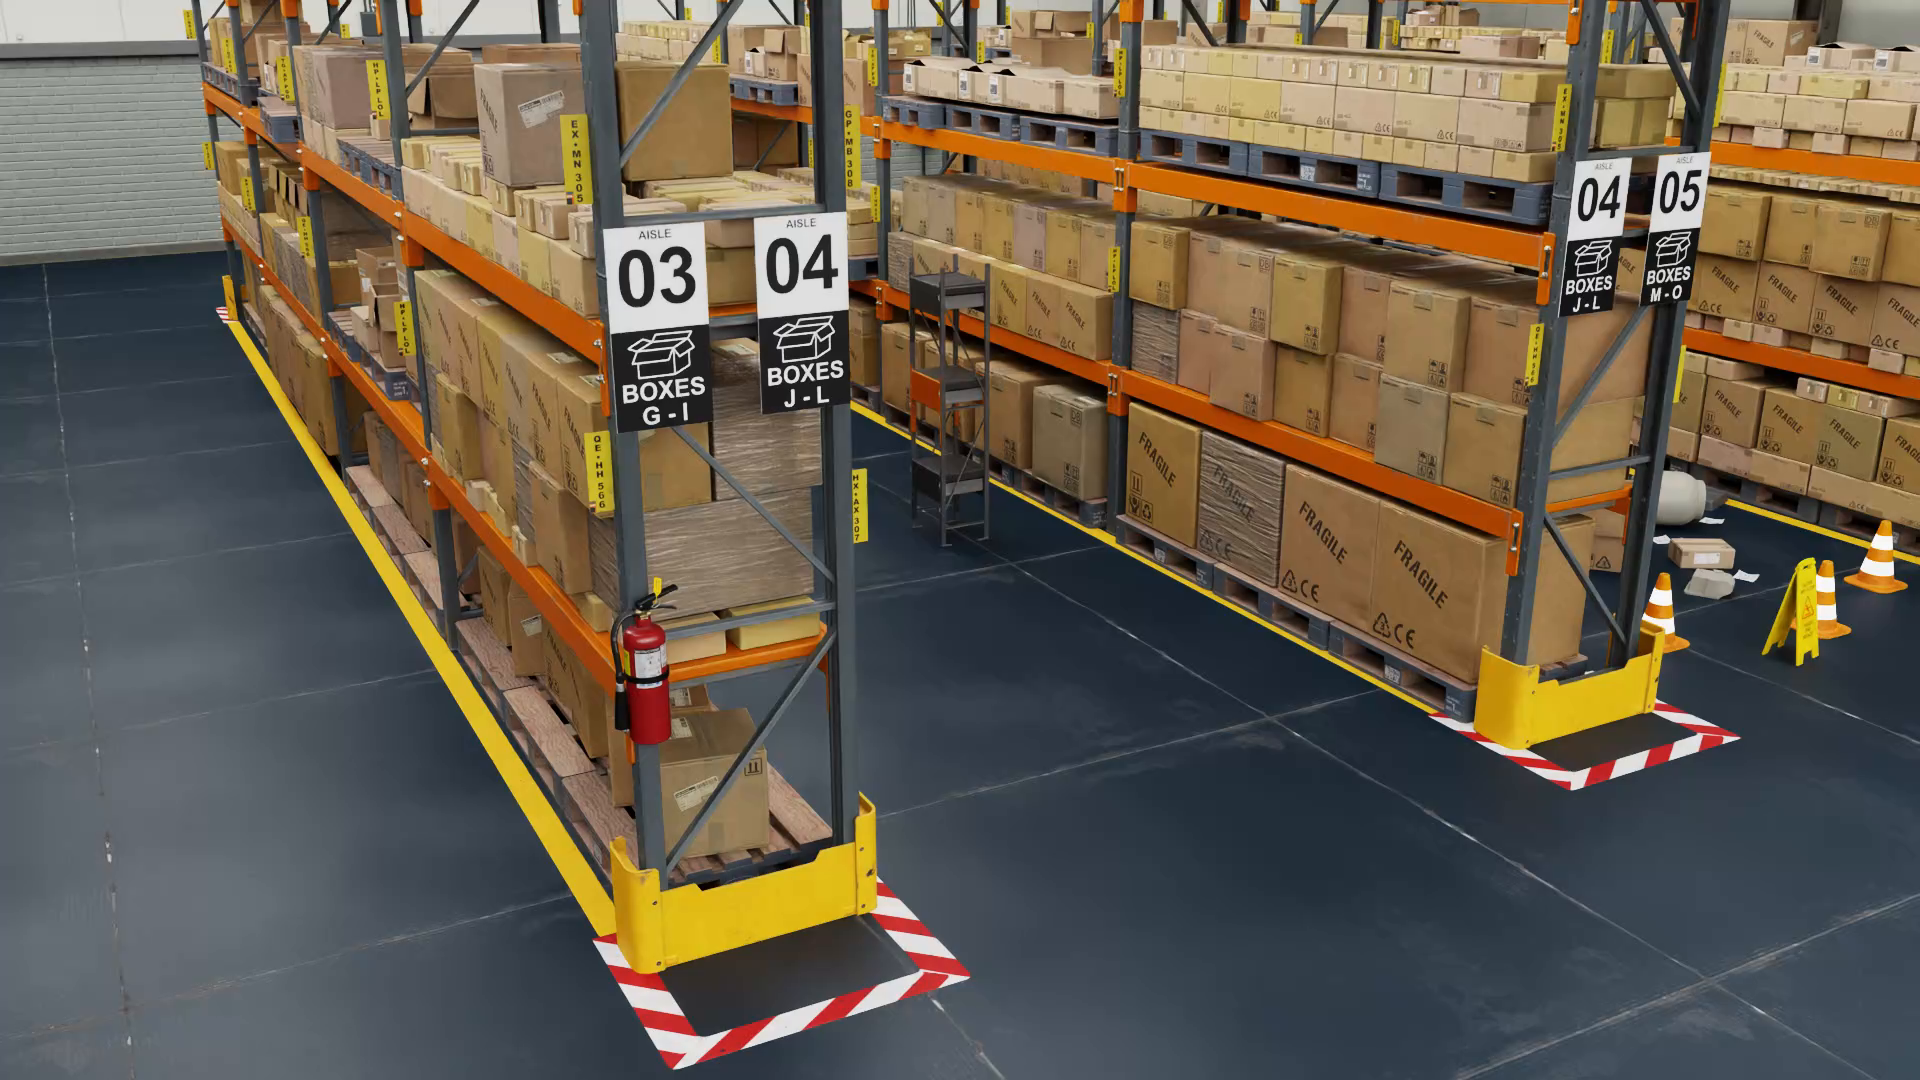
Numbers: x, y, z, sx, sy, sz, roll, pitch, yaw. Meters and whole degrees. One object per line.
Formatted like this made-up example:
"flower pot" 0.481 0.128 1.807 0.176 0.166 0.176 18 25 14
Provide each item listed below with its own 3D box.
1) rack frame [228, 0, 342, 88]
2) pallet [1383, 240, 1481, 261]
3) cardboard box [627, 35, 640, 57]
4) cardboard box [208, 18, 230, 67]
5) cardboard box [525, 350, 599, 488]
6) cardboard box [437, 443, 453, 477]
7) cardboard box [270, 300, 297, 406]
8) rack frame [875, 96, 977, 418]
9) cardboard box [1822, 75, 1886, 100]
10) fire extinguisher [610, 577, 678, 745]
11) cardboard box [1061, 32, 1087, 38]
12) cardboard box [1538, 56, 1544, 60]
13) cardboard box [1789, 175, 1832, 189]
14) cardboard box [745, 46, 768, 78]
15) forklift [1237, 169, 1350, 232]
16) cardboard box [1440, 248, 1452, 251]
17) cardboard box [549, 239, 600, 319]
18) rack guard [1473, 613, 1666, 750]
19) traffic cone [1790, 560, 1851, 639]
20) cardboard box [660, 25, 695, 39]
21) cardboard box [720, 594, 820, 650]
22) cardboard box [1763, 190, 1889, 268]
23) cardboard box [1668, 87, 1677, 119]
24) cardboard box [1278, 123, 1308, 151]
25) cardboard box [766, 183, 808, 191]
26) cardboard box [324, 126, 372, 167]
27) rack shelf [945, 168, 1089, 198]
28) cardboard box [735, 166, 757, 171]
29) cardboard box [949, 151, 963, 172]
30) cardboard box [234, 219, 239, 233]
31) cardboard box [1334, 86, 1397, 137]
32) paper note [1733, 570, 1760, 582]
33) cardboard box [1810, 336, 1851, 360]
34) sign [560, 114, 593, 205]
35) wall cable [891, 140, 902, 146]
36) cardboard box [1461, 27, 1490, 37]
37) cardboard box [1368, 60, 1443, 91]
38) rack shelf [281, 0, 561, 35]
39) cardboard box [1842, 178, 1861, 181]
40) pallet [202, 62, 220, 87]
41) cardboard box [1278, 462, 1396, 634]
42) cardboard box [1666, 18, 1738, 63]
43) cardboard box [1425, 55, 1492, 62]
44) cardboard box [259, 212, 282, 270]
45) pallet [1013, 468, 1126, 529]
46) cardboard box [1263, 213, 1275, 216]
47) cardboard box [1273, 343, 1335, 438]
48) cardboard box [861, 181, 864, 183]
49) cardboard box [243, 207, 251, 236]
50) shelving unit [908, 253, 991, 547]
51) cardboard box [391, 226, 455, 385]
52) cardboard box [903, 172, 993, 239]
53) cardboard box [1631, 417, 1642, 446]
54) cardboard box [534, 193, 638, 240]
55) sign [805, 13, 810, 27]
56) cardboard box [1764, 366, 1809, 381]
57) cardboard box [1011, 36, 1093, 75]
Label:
"rack frame" -6.619 -5.931 16.025 1.000 3.000 0.127 -10 21 -27
"pallet" 4.978 -2.830 16.527 1.003 0.211 1.213 -10 21 -27
"cardboard box" -3.877 -6.250 21.012 0.500 0.250 0.500 -10 22 -27
"cardboard box" -8.063 -5.634 18.810 0.700 0.500 0.500 -11 22 -29
"cardboard box" -1.642 -0.573 7.552 0.500 0.500 0.500 -10 21 -27
"cardboard box" -2.876 -0.498 9.861 0.380 0.149 0.250 -10 21 -27
"cardboard box" -5.873 -1.853 16.015 1.225 0.875 0.875 -11 22 -29
"rack frame" -0.307 -2.686 15.818 1.000 3.000 0.127 -10 21 -27
"cardboard box" 6.622 -3.348 12.300 0.380 0.149 0.250 -9 21 -25
"fire extinguisher" -1.272 0.490 6.731 0.296 0.674 0.183 -10 21 -27
"cardboard box" 1.517 -6.364 21.287 0.396 0.266 0.258 -9 21 -25
"cardboard box" 7.434 -5.997 21.043 0.500 0.250 0.500 -10 21 -27
"cardboard box" 9.277 -3.884 18.140 0.380 0.149 0.250 -10 21 -26
"cardboard box" -1.973 -5.124 17.776 0.500 0.311 0.500 -10 22 -27
"forklift" 3.304 -2.661 15.851 3.031 2.935 1.130 -14 23 -35
"cardboard box" 4.907 -2.905 16.194 0.380 0.149 0.250 -11 22 -29
"cardboard box" -1.373 -1.097 6.843 0.500 0.250 0.500 -9 21 -25
"rack guard" 3.504 0.799 9.551 1.175 0.500 0.348 -10 21 -27
"traffic cone" 5.646 0.359 10.880 0.336 0.463 0.334 -10 21 -27
"cardboard box" -3.370 -6.091 19.938 0.380 0.149 0.250 -10 22 -28
"cardboard box" -0.846 0.349 7.405 0.380 0.149 0.250 -10 21 -27
"cardboard box" 6.685 -2.401 12.848 0.700 0.500 0.500 -10 21 -27
"cardboard box" 5.869 -3.653 13.794 0.500 0.250 0.500 -10 22 -28
"cardboard box" 2.189 -2.489 10.236 0.380 0.149 0.250 -10 21 -26
"cardboard box" -1.809 -3.640 17.412 0.380 0.149 0.250 -9 21 -25
"cardboard box" -4.224 -2.826 11.855 0.500 0.250 0.500 -9 21 -26
"rack shelf" 1.153 -4.865 23.233 1.077 0.370 4.000 -10 21 -27
"cardboard box" -2.684 -4.118 19.357 0.500 0.500 0.500 -10 21 -27
"cardboard box" 0.178 -5.644 24.235 0.500 0.500 0.500 -10 21 -27
"cardboard box" -7.909 -3.531 18.650 0.380 0.149 0.250 -11 22 -28
"cardboard box" 2.540 -2.509 9.681 0.500 0.250 0.500 -10 21 -27
"paper note" 5.600 0.255 11.846 0.142 0.019 0.148 16 25 39
"cardboard box" 6.766 -1.497 12.758 0.380 0.149 0.250 -10 22 -27
"sign" -1.419 -1.407 6.154 0.100 0.325 0.005 -10 21 -27
"wall cable" -1.253 -8.097 29.941 0.588 1.984 0.122 -10 21 -27
"cardboard box" 6.816 -6.653 21.848 0.380 0.149 0.250 -10 21 -26
"cardboard box" 2.553 -2.647 9.472 0.380 0.149 0.250 -10 21 -26
"rack shelf" -3.770 -3.680 11.216 1.077 0.370 4.000 -10 21 -27
"cardboard box" 9.855 -3.894 18.171 0.380 0.149 0.250 -10 21 -27
"pallet" -8.157 -5.408 19.244 1.003 0.211 1.213 -10 21 -27
"cardboard box" 2.692 -0.021 10.706 0.875 0.875 0.875 -10 22 -28
"cardboard box" 8.498 -5.717 19.053 0.500 0.500 0.500 -10 21 -26
"cardboard box" 3.011 -2.822 9.978 0.380 0.149 0.250 -10 22 -27
"cardboard box" -6.621 -2.972 16.492 0.500 0.500 0.500 -10 21 -26
"pallet" 1.160 -0.430 13.553 1.003 0.211 1.213 -10 21 -27
"cardboard box" 3.548 -3.747 18.356 0.500 0.250 0.500 -10 21 -27
"cardboard box" 2.552 -1.041 10.819 0.875 0.550 0.500 -10 21 -27
"cardboard box" -1.225 -3.736 17.690 0.380 0.149 0.250 -11 22 -29
"cardboard box" -7.308 -3.399 17.658 0.500 0.250 0.500 -9 21 -25
"shelving unit" -0.079 -1.040 12.427 0.431 2.100 0.503 -10 21 -27
"cardboard box" -3.074 -1.531 10.906 1.000 1.000 1.000 -10 21 -26
"cardboard box" -0.102 -3.076 15.261 0.700 0.500 0.500 -10 21 -27
"cardboard box" 5.944 -1.021 14.564 0.500 0.250 0.500 -11 22 -29
"cardboard box" -1.574 -1.372 7.029 0.380 0.149 0.250 -11 22 -29
"sign" -1.719 -5.770 18.760 0.100 0.325 0.005 -10 21 -27
"cardboard box" 6.905 -1.167 13.836 0.500 0.500 0.500 -9 21 -24
"cardboard box" 0.765 -3.942 13.907 0.500 0.500 0.500 -10 21 -27
